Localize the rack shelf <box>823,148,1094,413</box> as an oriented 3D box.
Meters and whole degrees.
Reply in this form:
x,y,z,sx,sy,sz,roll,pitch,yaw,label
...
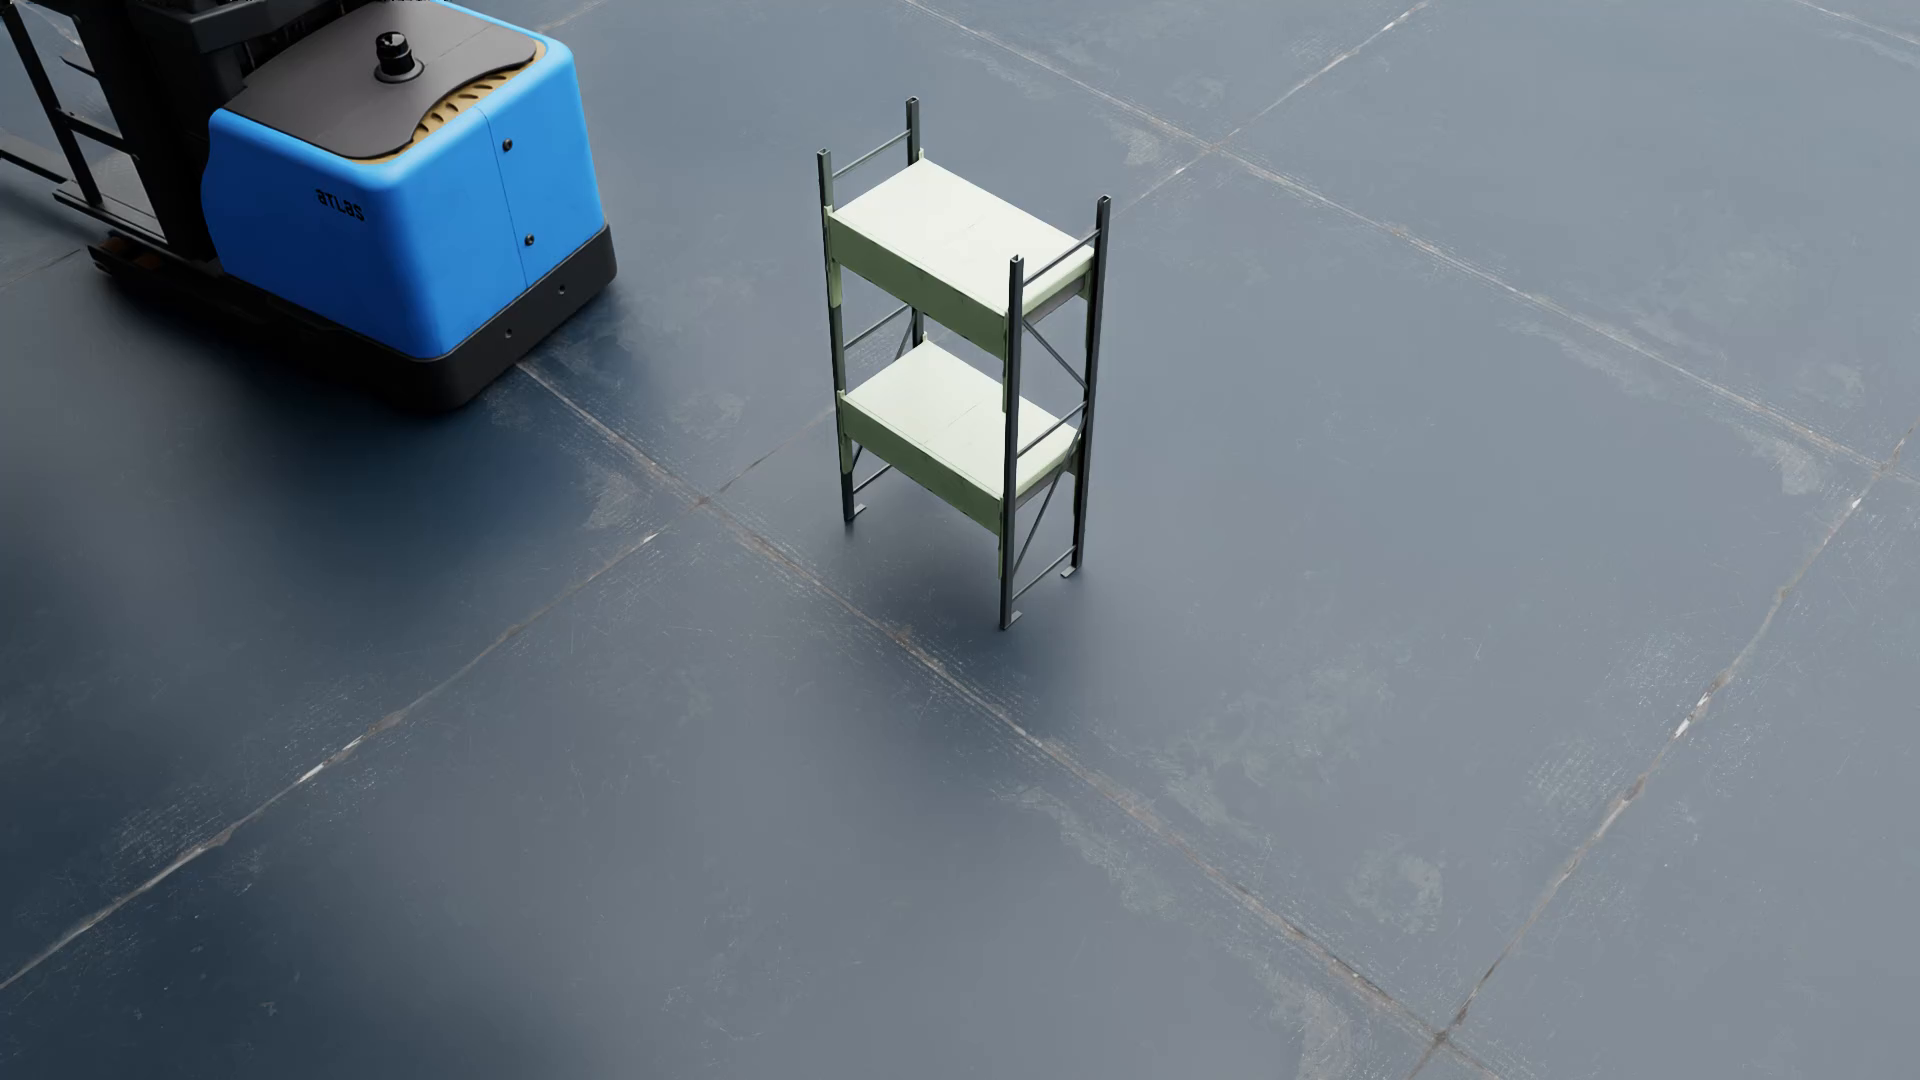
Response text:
x,y,z,sx,sy,sz,roll,pitch,yaw,label
0.005,-0.777,4.916,0.720,0.370,0.431,34,55,28,rack shelf

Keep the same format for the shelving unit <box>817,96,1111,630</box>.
x,y,z,sx,sy,sz,roll,pitch,yaw,label
0.005,-0.510,5.200,0.755,1.500,0.431,34,55,28,shelving unit

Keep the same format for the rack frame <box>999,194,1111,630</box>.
x,y,z,sx,sy,sz,roll,pitch,yaw,label
0.274,-0.329,5.030,0.023,1.500,0.400,34,55,28,rack frame

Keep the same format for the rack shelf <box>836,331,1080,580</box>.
x,y,z,sx,sy,sz,roll,pitch,yaw,label
0.005,-0.287,5.438,0.720,0.370,0.431,34,55,28,rack shelf

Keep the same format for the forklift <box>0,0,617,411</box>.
x,y,z,sx,sy,sz,roll,pitch,yaw,label
-2.900,-2.293,5.892,3.031,2.935,1.130,24,51,21,forklift

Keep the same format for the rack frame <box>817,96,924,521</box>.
x,y,z,sx,sy,sz,roll,pitch,yaw,label
-0.264,-0.691,5.370,0.023,1.500,0.400,34,55,28,rack frame
